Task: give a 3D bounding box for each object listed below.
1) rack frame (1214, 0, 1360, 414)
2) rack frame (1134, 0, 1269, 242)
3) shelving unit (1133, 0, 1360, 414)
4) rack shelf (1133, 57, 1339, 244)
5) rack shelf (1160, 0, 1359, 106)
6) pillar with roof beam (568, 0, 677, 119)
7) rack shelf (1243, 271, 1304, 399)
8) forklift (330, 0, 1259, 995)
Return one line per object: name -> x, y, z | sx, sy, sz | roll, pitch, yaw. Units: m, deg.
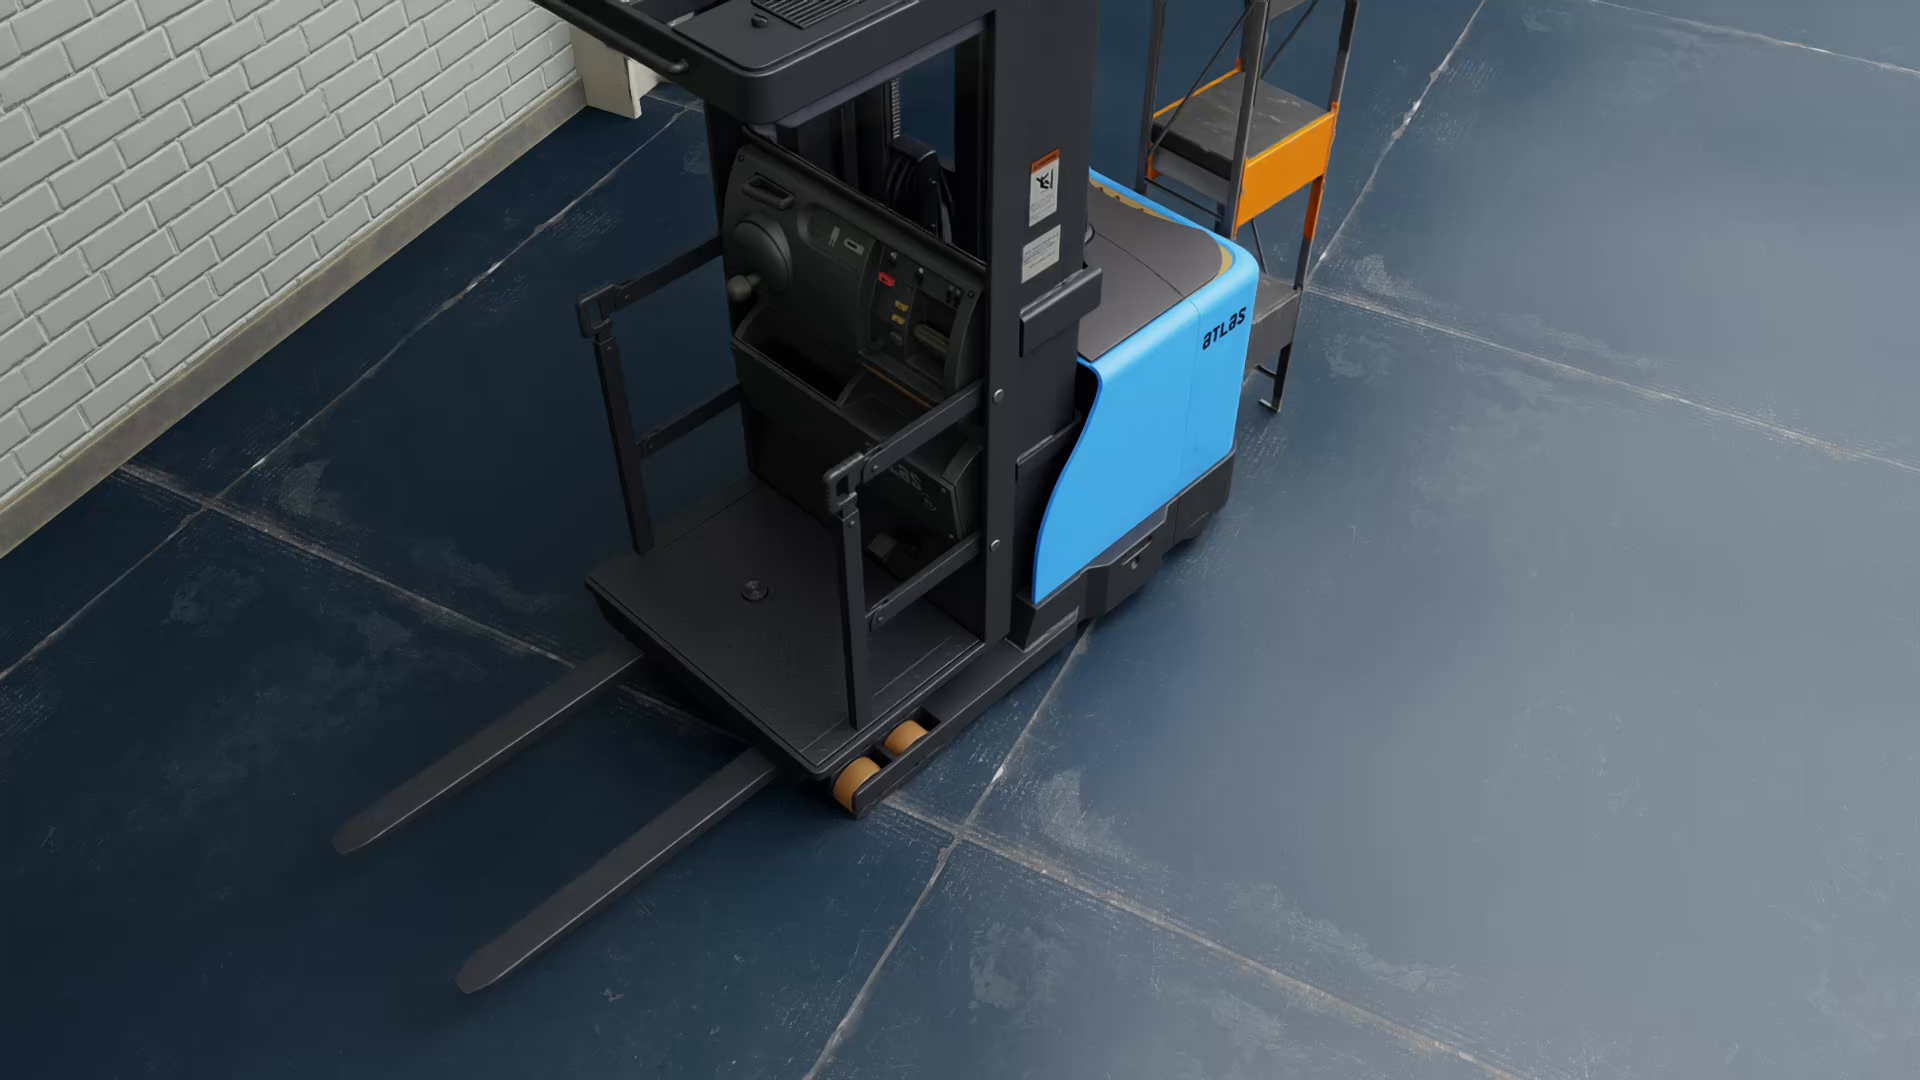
rack frame -> 1.066, -1.324, 5.582 | 0.015, 2.100, 0.400 | -35, 55, -31
rack frame -> 0.720, -1.086, 5.334 | 0.015, 2.100, 0.400 | -35, 55, -31
shelving unit -> 0.893, -1.205, 5.458 | 0.503, 2.100, 0.431 | -35, 55, -31
rack shelf -> 0.892, -1.195, 5.468 | 0.480, 0.518, 0.431 | -35, 55, -31
rack shelf -> 0.902, -1.694, 4.976 | 0.480, 0.518, 0.431 | -35, 55, -31
pillar with roof beam -> 2.271, -3.858, 3.236 | 9.100, 9.000, 0.400 | 20, 49, 19
rack shelf -> 0.883, -0.697, 5.959 | 0.480, 0.518, 0.431 | -35, 55, -31
forklift -> -0.451, -0.637, 4.319 | 1.130, 2.935, 3.031 | 35, 55, 29
